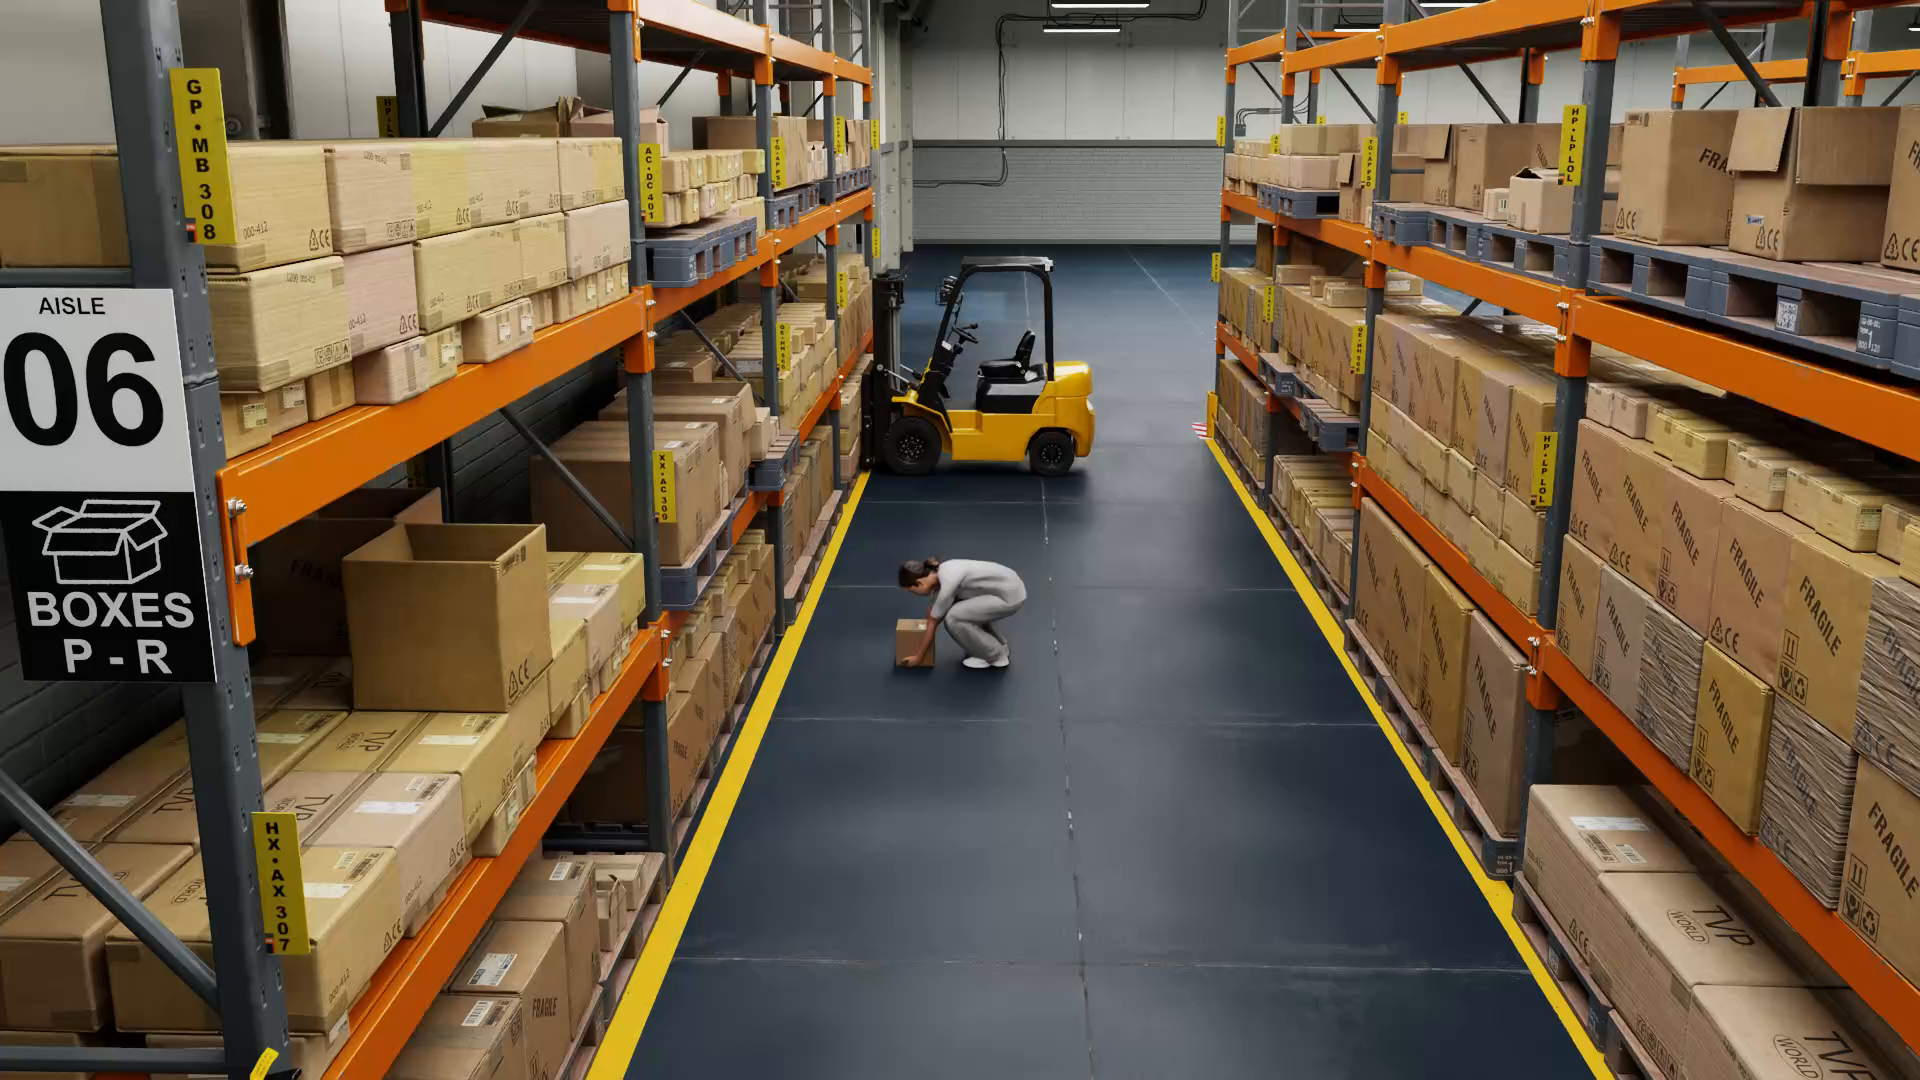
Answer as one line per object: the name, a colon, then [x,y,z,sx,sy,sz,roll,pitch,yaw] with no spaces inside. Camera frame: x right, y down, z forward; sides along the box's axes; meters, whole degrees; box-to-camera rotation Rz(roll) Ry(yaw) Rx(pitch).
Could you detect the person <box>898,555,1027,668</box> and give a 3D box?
person: [0.016,0.472,11.104,0.858,0.749,0.461,0,14,0]
